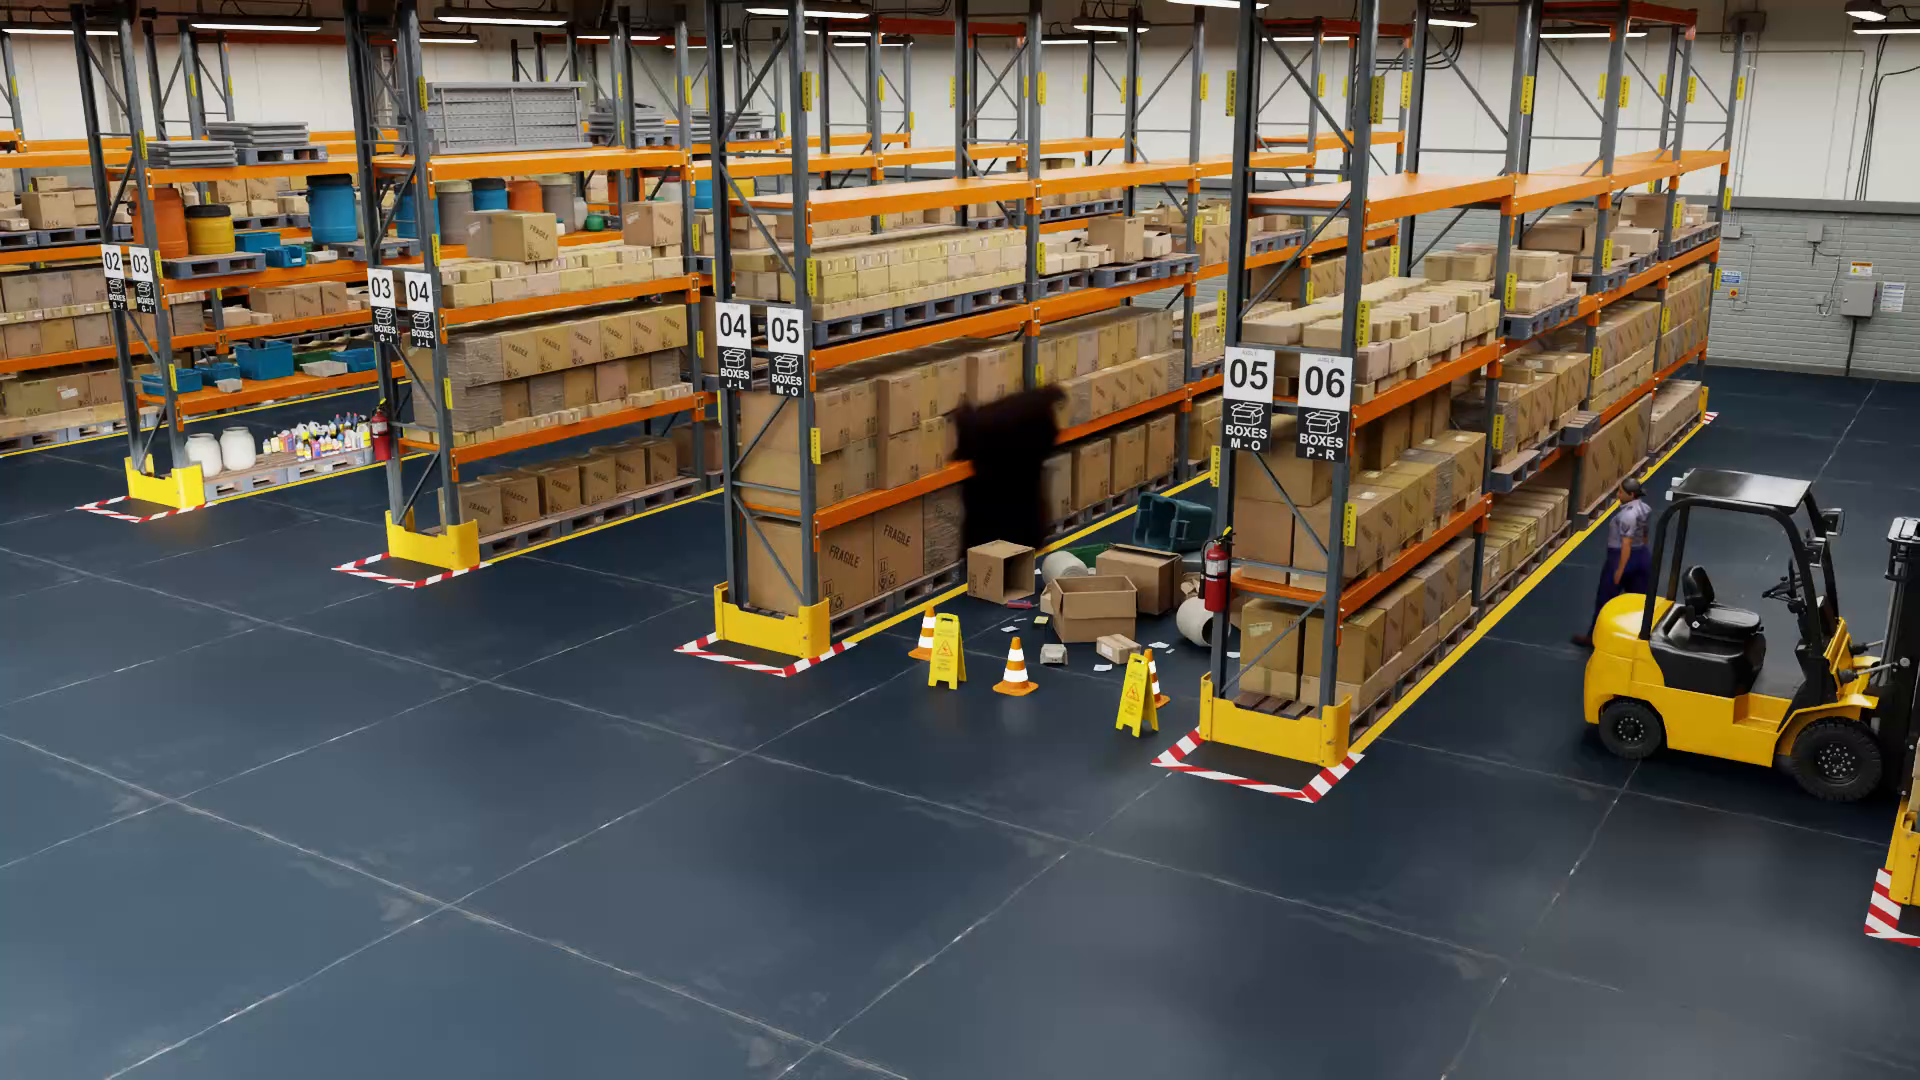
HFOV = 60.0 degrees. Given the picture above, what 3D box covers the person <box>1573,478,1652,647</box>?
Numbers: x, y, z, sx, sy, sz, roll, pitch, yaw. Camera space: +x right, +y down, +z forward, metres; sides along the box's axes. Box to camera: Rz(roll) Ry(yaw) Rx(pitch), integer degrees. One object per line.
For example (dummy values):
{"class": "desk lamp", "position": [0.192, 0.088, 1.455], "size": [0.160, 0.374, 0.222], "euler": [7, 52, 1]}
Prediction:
{"class": "person", "position": [6.134, 0.212, 15.416], "size": [0.493, 1.649, 0.583], "euler": [-7, 17, -23]}
